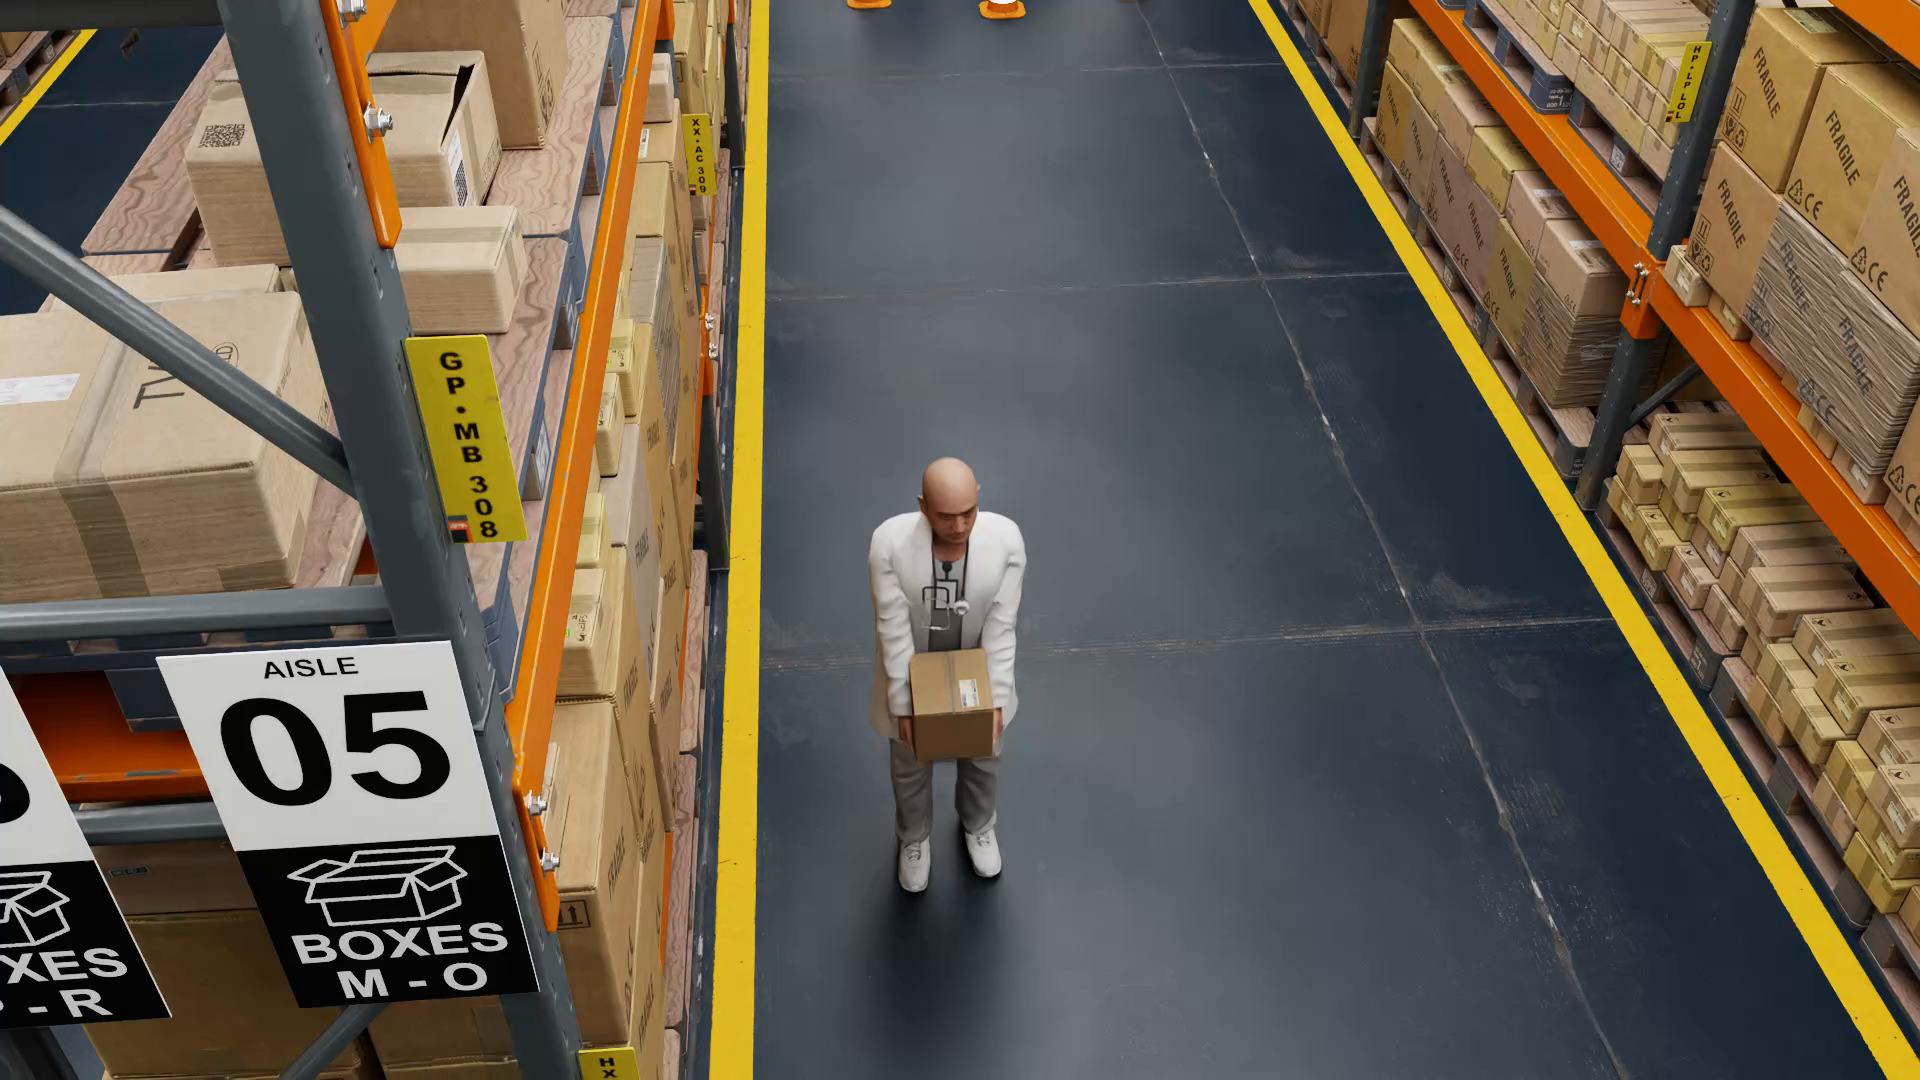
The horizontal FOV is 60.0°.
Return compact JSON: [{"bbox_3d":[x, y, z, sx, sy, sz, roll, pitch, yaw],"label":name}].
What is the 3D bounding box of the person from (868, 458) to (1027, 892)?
[{"bbox_3d":[-0.046,0.487,5.565,0.527,1.774,0.573,-4,39,-5],"label":"person"}]
